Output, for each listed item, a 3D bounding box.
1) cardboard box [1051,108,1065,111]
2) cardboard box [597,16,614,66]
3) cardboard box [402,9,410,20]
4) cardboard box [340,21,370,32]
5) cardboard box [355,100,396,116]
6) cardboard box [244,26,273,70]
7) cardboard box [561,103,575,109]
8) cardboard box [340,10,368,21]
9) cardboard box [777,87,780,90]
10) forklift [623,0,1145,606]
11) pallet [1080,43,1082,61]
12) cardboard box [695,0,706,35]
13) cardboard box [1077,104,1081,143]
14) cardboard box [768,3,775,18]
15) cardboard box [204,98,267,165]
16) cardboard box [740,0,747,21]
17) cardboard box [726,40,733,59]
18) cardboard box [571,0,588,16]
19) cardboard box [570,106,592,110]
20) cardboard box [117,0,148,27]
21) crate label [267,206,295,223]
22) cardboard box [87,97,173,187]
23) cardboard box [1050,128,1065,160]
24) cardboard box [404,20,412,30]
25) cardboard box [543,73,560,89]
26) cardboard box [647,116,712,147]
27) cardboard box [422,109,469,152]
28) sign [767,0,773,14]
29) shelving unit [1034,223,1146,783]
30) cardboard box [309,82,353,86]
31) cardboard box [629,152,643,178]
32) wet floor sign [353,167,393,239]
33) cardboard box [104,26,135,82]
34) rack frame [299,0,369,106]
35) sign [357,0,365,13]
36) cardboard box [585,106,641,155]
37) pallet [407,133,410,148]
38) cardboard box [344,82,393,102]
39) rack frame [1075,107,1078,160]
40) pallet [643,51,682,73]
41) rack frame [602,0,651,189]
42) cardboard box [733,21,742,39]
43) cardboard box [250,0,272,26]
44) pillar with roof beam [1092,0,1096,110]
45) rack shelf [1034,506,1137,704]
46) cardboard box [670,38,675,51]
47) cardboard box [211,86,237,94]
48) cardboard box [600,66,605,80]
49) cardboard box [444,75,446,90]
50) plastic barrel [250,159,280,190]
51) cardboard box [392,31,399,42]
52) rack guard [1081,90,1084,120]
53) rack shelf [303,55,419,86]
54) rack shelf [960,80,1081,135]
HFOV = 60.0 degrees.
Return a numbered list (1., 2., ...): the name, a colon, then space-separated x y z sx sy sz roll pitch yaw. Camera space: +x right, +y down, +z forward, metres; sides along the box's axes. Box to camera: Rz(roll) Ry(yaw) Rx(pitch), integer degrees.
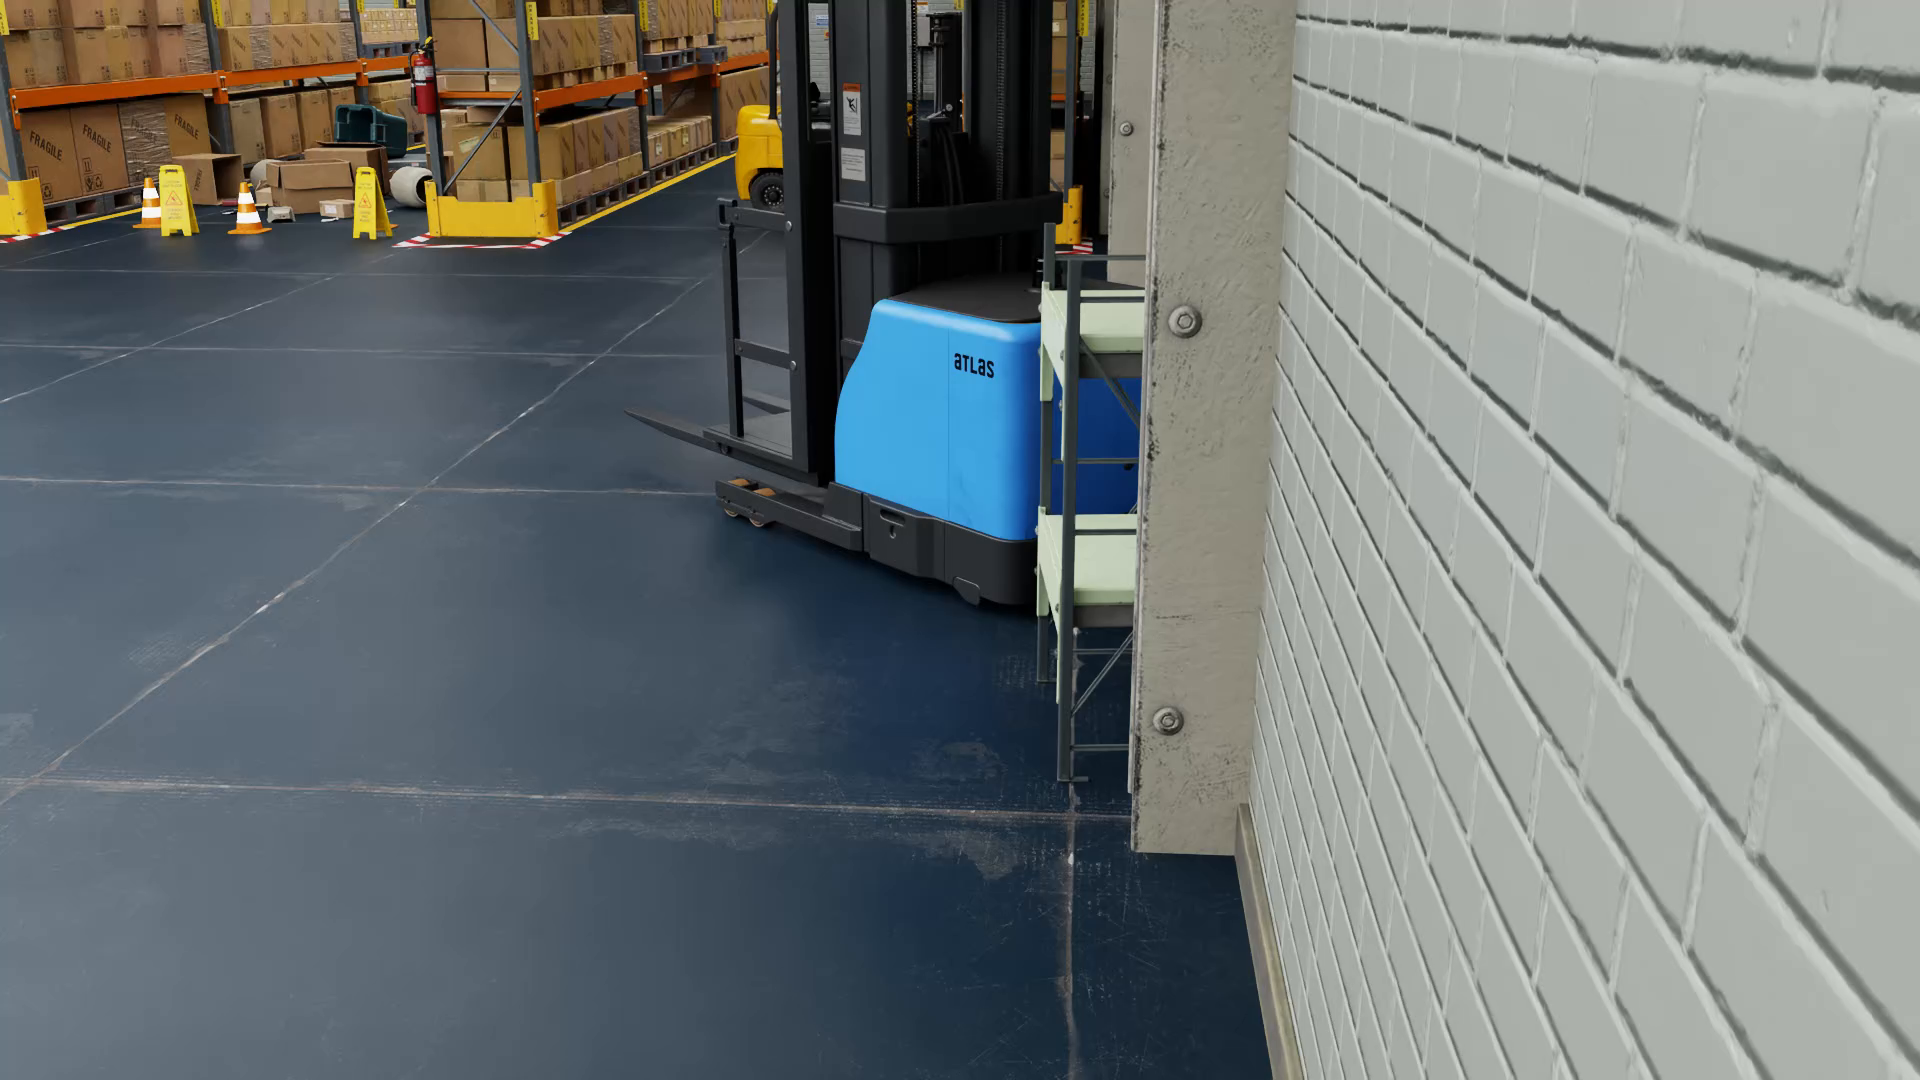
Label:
1. cardboard box: 0.978 -4.642 18.409 0.500 0.250 0.500 2 18 5
2. cardboard box: -3.977 -5.265 17.535 0.500 0.500 0.500 2 18 5
3. cardboard box: -8.448 -7.850 24.837 0.380 0.149 0.250 1 18 3
4. cardboard box: -8.554 -7.230 23.420 0.380 0.149 0.250 2 18 6
5. cardboard box: -8.484 -6.088 24.026 0.500 0.500 0.500 1 18 2
6. cardboard box: -8.734 -5.982 20.200 0.500 0.500 0.500 1 18 4
7. cardboard box: -4.511 -4.884 18.506 0.380 0.149 0.250 2 18 5
8. cardboard box: -8.562 -7.366 23.359 0.380 0.149 0.250 1 18 4
9. cardboard box: -3.342 -7.478 28.369 0.875 0.438 0.875 1 18 2
10. forklift: -0.410 -1.539 6.912 1.130 2.935 3.031 -15 24 -39
11. pallet: 1.086 -6.795 23.150 1.213 0.211 1.003 1 18 4
12. cardboard box: -3.626 -6.864 21.739 0.500 0.500 0.500 1 18 3
13. cardboard box: 1.417 -5.810 23.177 0.500 0.500 0.500 2 18 6
14. cardboard box: -3.282 -8.691 26.862 0.500 0.500 0.500 1 18 4
15. cardboard box: -9.121 -4.945 20.137 1.050 0.750 0.750 1 18 4
16. cardboard box: -3.447 -7.925 24.525 0.500 0.500 0.500 2 18 5
17. cardboard box: -3.539 -7.018 23.765 0.500 0.250 0.500 1 18 2
18. cardboard box: -4.437 -5.915 17.913 0.700 0.500 0.500 1 18 4
19. cardboard box: -4.442 -4.613 18.721 0.500 0.500 0.500 2 18 7
20. cardboard box: -9.235 -5.753 17.687 0.875 0.550 0.550 1 18 4
21. crate label: -6.810 -3.265 16.668 0.250 0.136 0.298 -9 20 -25
22. cardboard box: -9.251 -4.336 18.077 0.875 0.875 0.875 1 18 4
23. cardboard box: 0.757 -3.702 15.540 0.500 0.250 0.500 1 18 3
24. cardboard box: -8.447 -7.713 24.897 0.380 0.149 0.250 2 18 6
25. cardboard box: -4.083 -4.439 16.058 0.380 0.149 0.250 1 18 2
26. cardboard box: -3.895 -5.559 22.616 0.950 0.372 0.625 0 18 0
27. cardboard box: -5.908 -4.743 19.380 0.500 0.500 0.500 1 18 4
28. sign: -3.015 -8.529 26.403 0.100 0.325 0.005 1 18 4
29. shelving unit: 0.468 -0.133 4.919 0.431 1.500 0.755 -1 18 -2
30. cardboard box: -9.001 -6.449 23.922 0.500 0.250 0.500 1 18 3
31. cardboard box: -3.905 -4.244 18.800 0.500 0.250 0.500 2 18 6
32. wet floor sign: -5.498 -3.145 15.484 0.267 0.644 0.232 8 20 23
33. cardboard box: -9.201 -5.073 17.348 0.875 0.550 0.500 1 18 4
34. rack frame: -8.789 -6.862 23.049 1.000 3.000 0.127 1 18 4
35. sign: -8.235 -7.401 22.834 0.100 0.325 0.005 1 18 4
36. cardboard box: -3.906 -4.600 18.683 0.500 0.500 0.500 1 18 3
37. pallet: -8.731 -5.780 24.223 1.003 0.211 1.213 1 18 4
38. cardboard box: -8.498 -6.439 23.893 0.500 0.250 0.500 0 18 1
39. rack frame: 1.107 -6.674 22.473 1.000 3.000 0.127 1 18 4
40. pallet: -3.931 -5.684 19.760 1.003 0.211 1.213 1 18 4
41. rack frame: -4.131 -5.541 19.016 1.000 3.000 0.127 1 18 4
42. cardboard box: -3.475 -7.416 24.178 0.500 0.250 0.500 1 18 4
43. cardboard box: -8.974 -6.614 20.524 0.700 0.500 0.500 1 18 4
44. pillar with roof beam: -1.521 -12.922 31.909 9.100 9.000 0.400 1 18 4
45. rack shelf: 0.468 0.177 5.021 0.431 0.370 0.720 -1 18 -2
46. cardboard box: -3.726 -6.109 20.477 0.380 0.149 0.250 1 18 4
47. cardboard box: -13.250 -7.919 29.012 0.875 0.875 0.875 1 18 4
48. cardboard box: -3.968 -4.921 17.526 0.380 0.149 0.250 1 18 3
49. cardboard box: -4.697 -4.381 15.880 0.380 0.149 0.250 1 18 3
50. plastic barrel: -7.627 -4.009 18.479 0.512 0.421 0.421 17 25 41
51. cardboard box: -8.482 -7.411 24.451 0.380 0.149 0.250 2 18 6
52. rack guard: 1.675 -7.947 30.373 1.175 0.500 0.348 1 18 4
53. rack shelf: -8.645 -7.142 25.056 1.077 0.370 4.000 1 18 4
54. rack shelf: 0.677 -4.468 16.898 1.077 0.370 4.000 1 18 4
